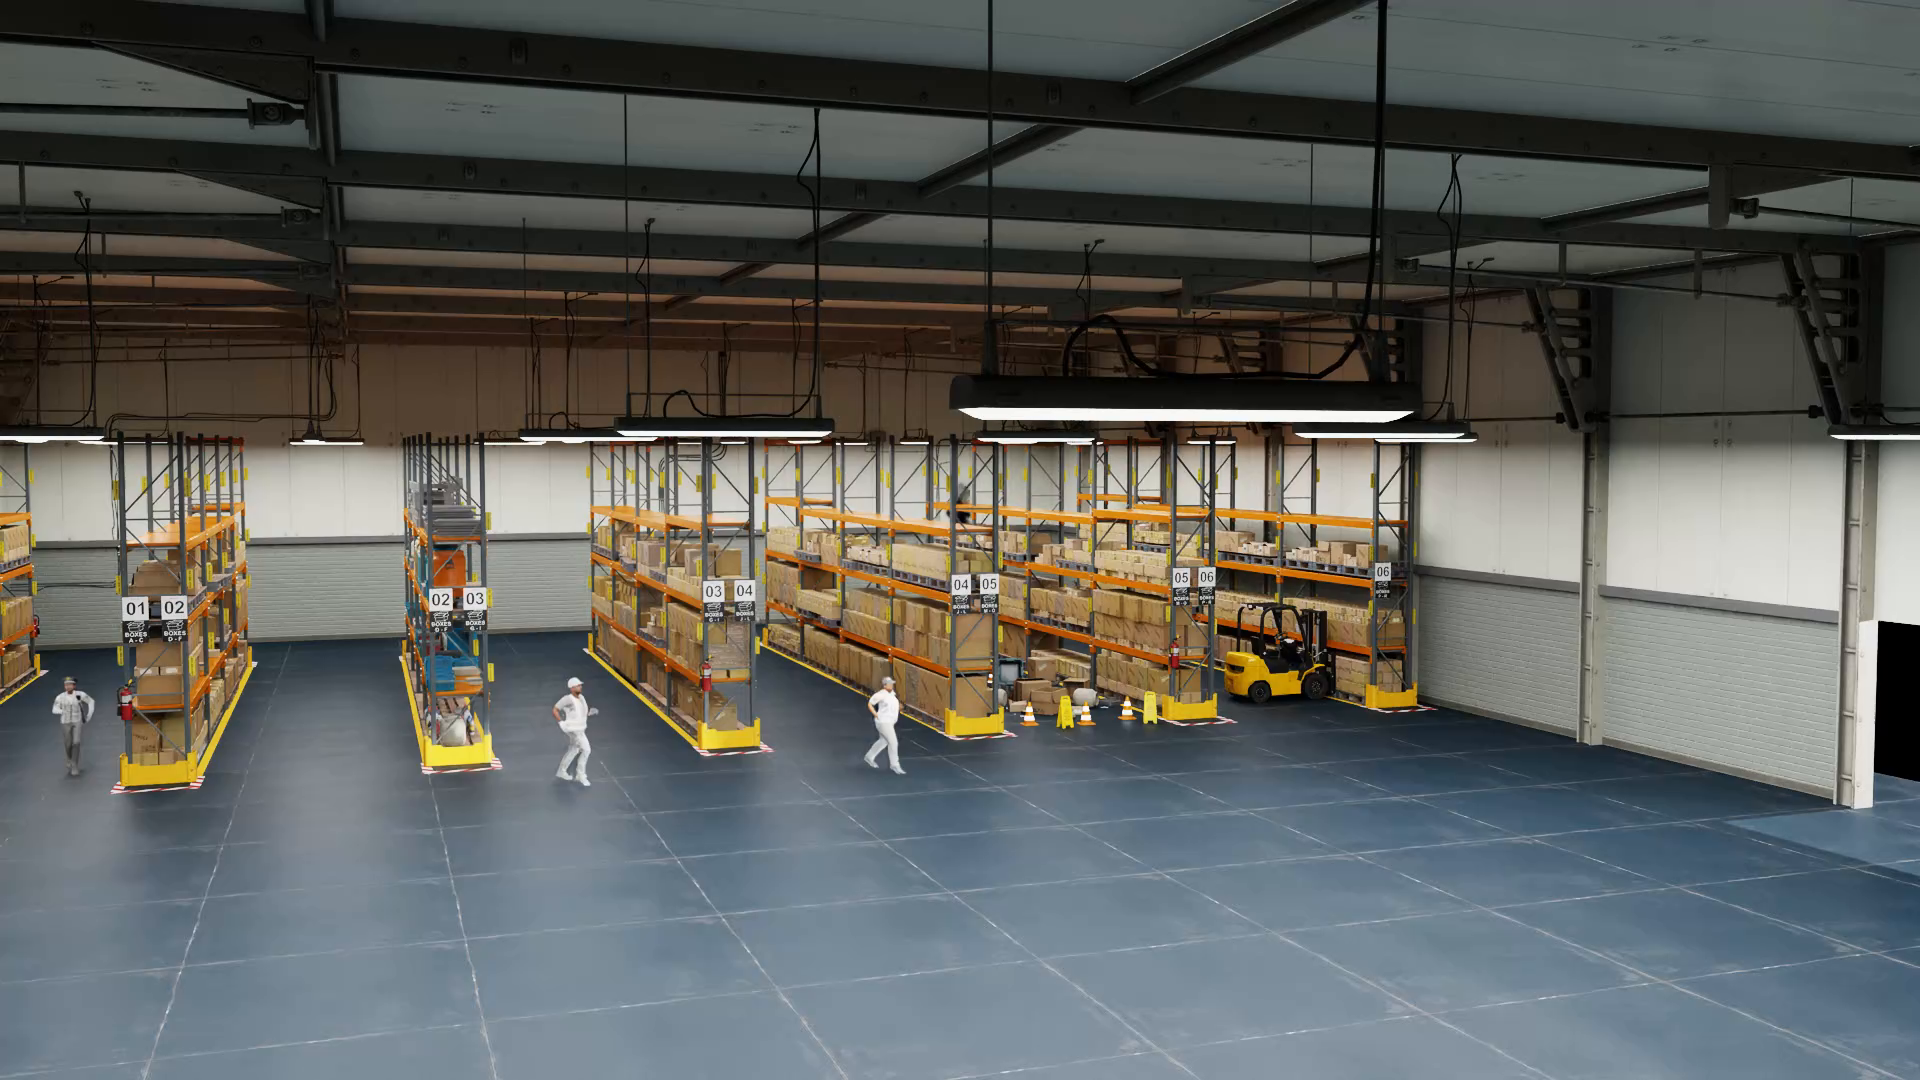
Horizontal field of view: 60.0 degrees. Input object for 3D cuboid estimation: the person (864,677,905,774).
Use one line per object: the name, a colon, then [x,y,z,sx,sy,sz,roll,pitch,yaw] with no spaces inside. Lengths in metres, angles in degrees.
person: [-1.323,3.266,29.430,0.842,1.712,0.583,1,3,22]

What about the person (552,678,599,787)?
person: [-6.528,3.263,28.264,0.780,1.843,0.664,0,3,8]

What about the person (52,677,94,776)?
person: [-15.655,3.268,29.347,0.620,1.722,0.819,-1,3,-19]

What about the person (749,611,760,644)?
person: [-5.707,2.456,44.836,0.532,1.577,0.869,-2,4,-25]

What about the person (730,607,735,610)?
person: [-6.649,2.336,47.297,0.580,1.574,0.531,0,3,-8]
